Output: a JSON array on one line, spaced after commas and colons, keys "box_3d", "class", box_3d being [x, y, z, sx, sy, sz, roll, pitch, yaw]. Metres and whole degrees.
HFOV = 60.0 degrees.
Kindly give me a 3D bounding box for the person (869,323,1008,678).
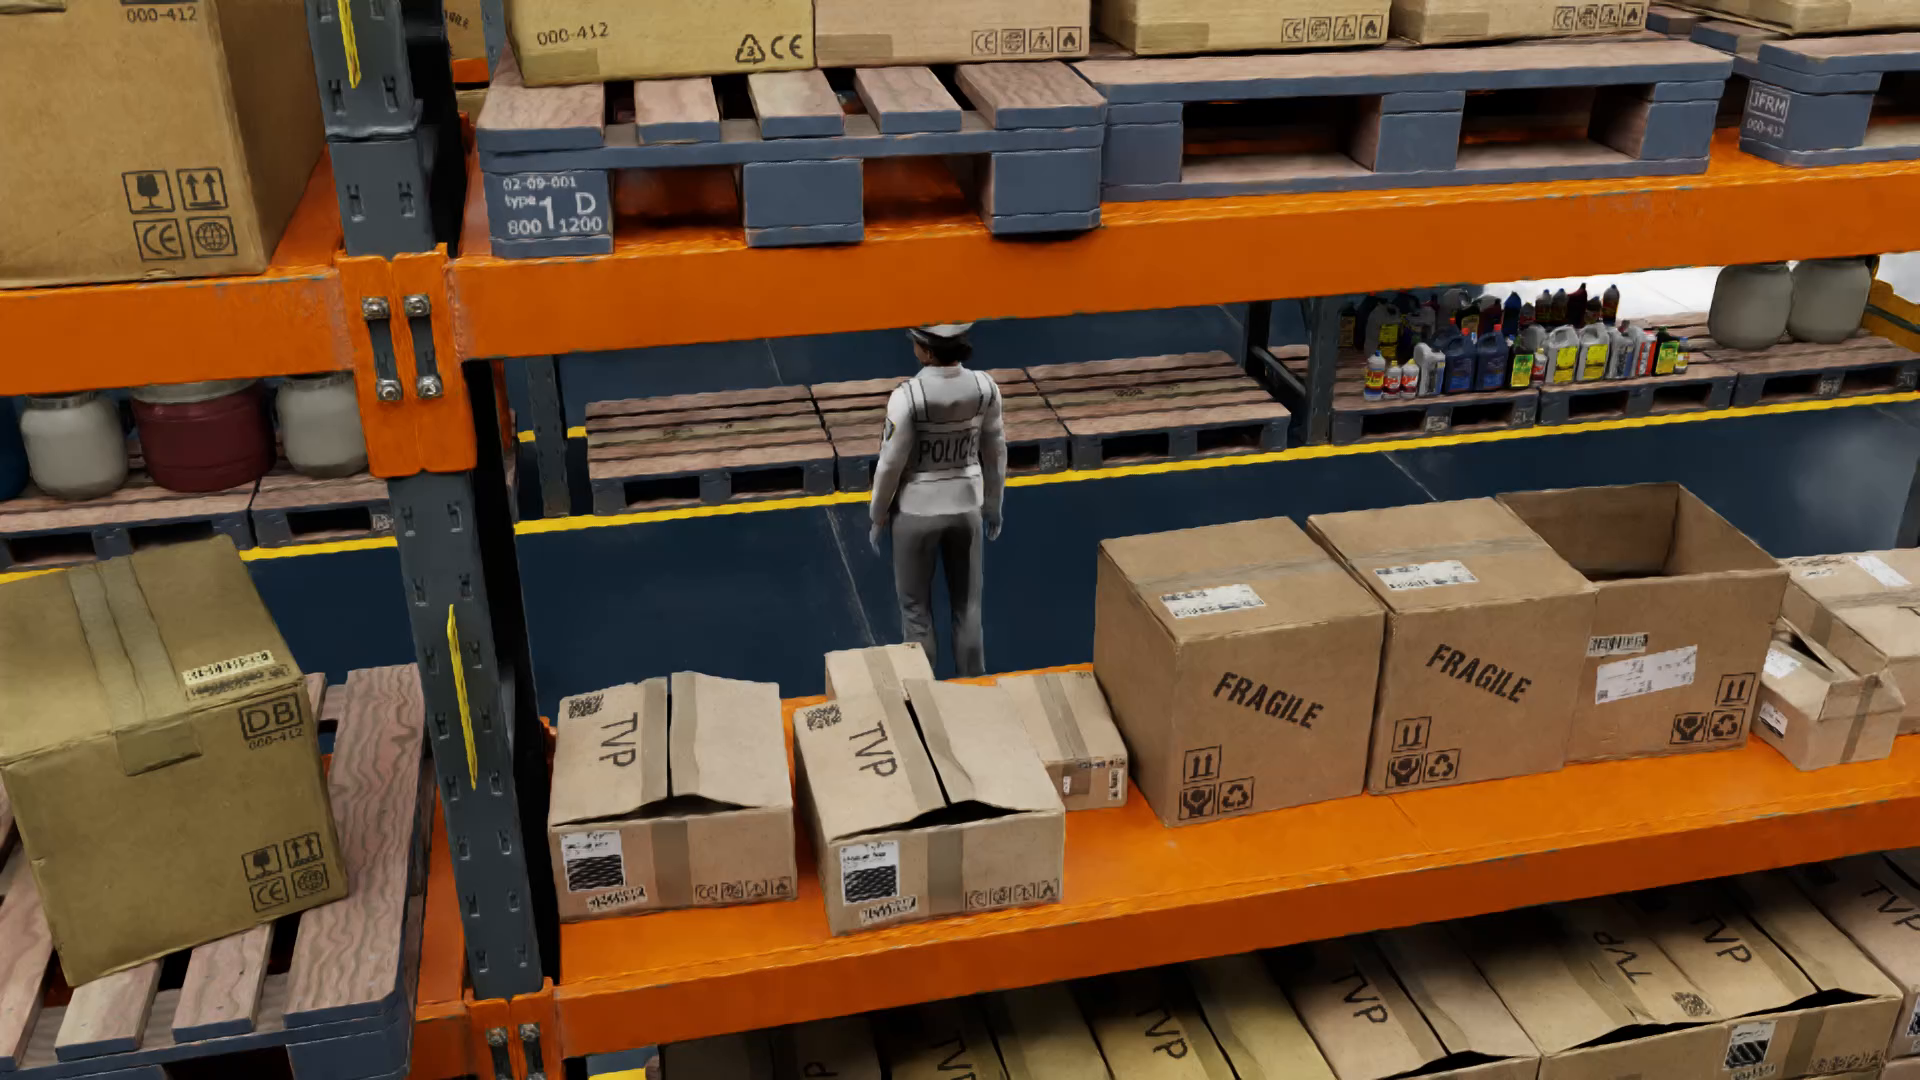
[{"box_3d": [-0.081, -0.096, 6.237, 0.545, 1.686, 0.344, -11, 29, -20], "class": "person"}]
